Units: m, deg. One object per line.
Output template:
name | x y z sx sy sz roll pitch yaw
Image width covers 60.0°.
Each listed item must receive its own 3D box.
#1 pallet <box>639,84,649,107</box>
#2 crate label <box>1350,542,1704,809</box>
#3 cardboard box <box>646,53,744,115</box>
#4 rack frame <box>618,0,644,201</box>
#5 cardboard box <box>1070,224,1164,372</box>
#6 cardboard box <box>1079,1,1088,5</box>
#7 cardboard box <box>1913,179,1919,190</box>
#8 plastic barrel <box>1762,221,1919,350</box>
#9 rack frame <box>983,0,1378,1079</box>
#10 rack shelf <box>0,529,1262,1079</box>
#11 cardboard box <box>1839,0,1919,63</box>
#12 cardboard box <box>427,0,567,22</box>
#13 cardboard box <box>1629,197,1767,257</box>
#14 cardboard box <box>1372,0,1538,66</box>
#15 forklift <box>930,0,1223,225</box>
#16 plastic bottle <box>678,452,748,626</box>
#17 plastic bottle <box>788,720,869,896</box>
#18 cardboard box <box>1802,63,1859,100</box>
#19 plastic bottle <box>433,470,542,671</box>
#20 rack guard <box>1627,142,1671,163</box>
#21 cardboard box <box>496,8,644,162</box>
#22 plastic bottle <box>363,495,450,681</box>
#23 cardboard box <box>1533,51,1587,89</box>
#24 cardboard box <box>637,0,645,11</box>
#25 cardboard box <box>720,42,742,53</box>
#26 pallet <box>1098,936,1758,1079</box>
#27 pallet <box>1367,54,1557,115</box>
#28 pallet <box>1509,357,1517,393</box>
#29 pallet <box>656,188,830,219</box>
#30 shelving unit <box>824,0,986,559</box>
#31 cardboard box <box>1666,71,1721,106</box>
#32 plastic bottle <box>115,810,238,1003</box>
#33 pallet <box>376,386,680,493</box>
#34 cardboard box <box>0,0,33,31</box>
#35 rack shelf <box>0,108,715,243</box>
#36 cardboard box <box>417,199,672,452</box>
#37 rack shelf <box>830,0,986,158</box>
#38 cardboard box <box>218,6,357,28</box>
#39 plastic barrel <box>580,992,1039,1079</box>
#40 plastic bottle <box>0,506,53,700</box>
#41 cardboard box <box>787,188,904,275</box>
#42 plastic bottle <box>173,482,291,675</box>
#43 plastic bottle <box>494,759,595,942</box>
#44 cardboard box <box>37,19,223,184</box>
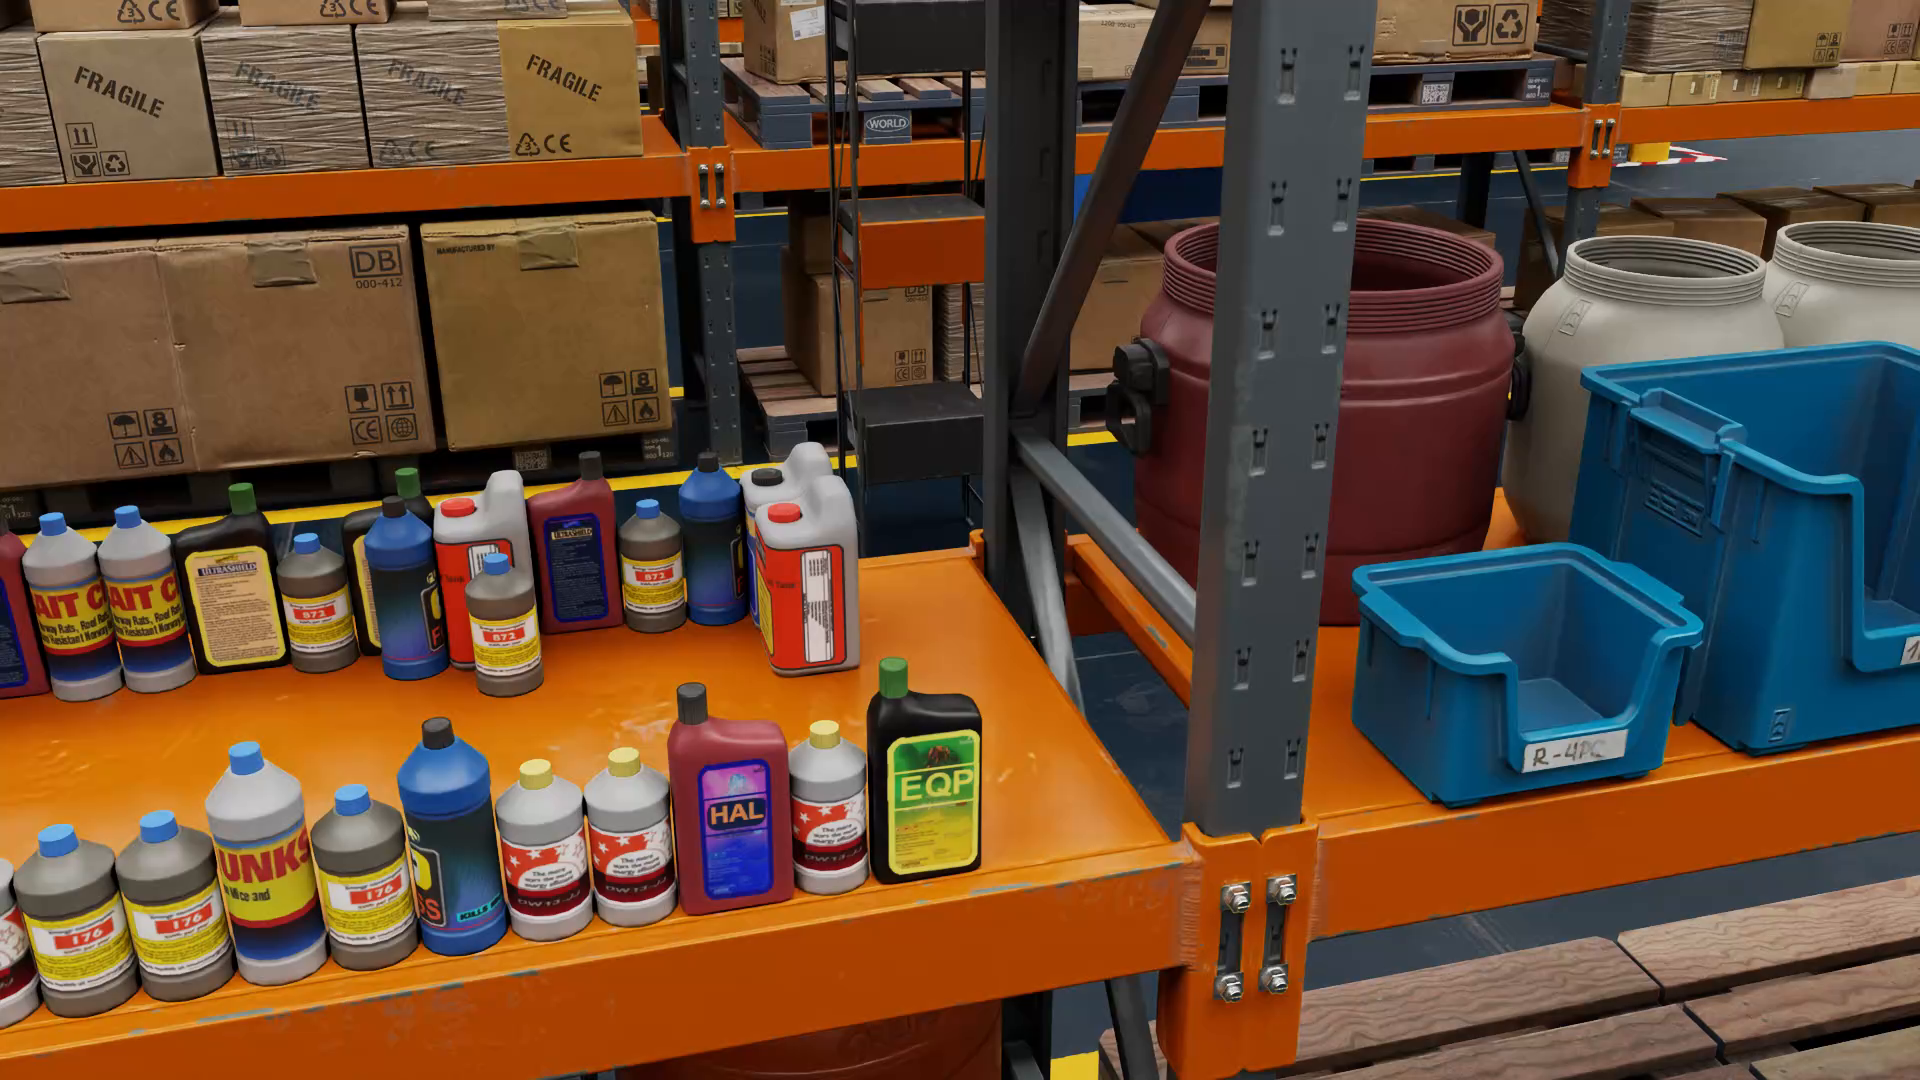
pallet | -3.029 -4.435 16.319 1.213 0.211 1.003 -6 24 -14
crate label | 0.739 0.183 2.232 0.416 0.233 0.303 -6 24 -14
cardboard box | -1.737 -2.955 11.654 0.750 0.750 1.050 -7 24 -15
rack frame | -2.348 -3.766 11.222 0.127 3.000 1.000 -6 24 -14
cardboard box | 0.609 -1.131 7.694 0.500 0.500 0.700 -4 24 -10
cardboard box | 0.427 -2.283 7.405 0.258 0.266 0.396 -7 24 -16
cardboard box | 5.425 -1.631 8.885 0.500 0.500 0.500 0 23 0
plastic barrel | 1.571 -0.278 2.952 0.421 0.512 0.421 0 23 0
rack frame | 0.232 0.007 2.428 0.053 2.616 0.949 -6 24 -14
rack shelf | -1.693 0.552 2.071 4.000 0.370 1.077 -6 24 -14
cardboard box | 4.141 -2.636 8.086 0.500 0.500 0.875 -6 24 -14
cardboard box | -1.814 -2.307 6.423 0.637 0.503 0.797 -5 24 -13
cardboard box | 3.691 -1.433 8.424 0.500 0.500 0.500 1 23 3
cardboard box | 1.943 -2.735 7.527 1.000 1.000 1.000 -6 24 -14
forklift | 0.420 -2.870 9.222 1.130 2.935 3.031 -14 27 -29
plastic bottle | -0.390 -0.007 2.625 0.097 0.271 0.097 0 23 0
plastic bottle | -0.158 0.310 1.974 0.097 0.201 0.097 0 23 0
cardboard box | 4.002 -2.191 7.871 0.250 0.149 0.380 -6 24 -14
plastic bottle | -0.717 0.038 2.514 0.135 0.276 0.152 -6 24 -14
rack guard | 5.378 -3.471 13.707 0.348 0.500 1.175 -6 24 -14
cardboard box | -1.514 -1.771 6.447 0.500 0.500 0.500 -6 24 -13
plastic bottle | -0.819 0.066 2.456 0.097 0.271 0.097 0 23 0
cardboard box | 2.874 -2.317 8.164 0.250 0.149 0.380 -6 24 -14
cardboard box | -1.987 -3.961 11.551 0.500 0.500 0.500 -6 24 -14
cardboard box | -2.527 -4.758 16.334 0.625 0.372 0.950 -7 24 -15
pallet | 0.989 1.222 3.133 1.213 0.211 1.003 -6 24 -14
pallet | 1.971 -2.183 7.778 1.213 0.211 1.003 -6 24 -14
pallet | 1.997 -0.933 8.156 1.213 0.211 1.003 -6 24 -14
pallet | -1.568 -2.539 11.901 1.213 0.211 1.003 -6 24 -14
shelving unit | -0.159 -0.947 5.795 0.503 2.100 0.431 -6 24 -14
cardboard box | 3.278 -2.113 7.688 0.250 0.149 0.380 -6 24 -14
plastic bottle | -0.849 0.387 1.796 0.097 0.201 0.097 0 23 0
pallet | -1.885 -0.535 7.229 1.213 0.211 1.003 -6 24 -14
cardboard box | -3.680 -2.092 5.924 0.637 0.503 0.797 -6 24 -14
rack shelf | -3.031 -1.328 6.453 4.000 0.370 1.077 -6 24 -14
cardboard box | -1.775 -1.023 6.991 0.875 0.875 1.225 -7 24 -17
rack shelf | -0.159 -1.578 5.524 0.480 0.518 0.431 -6 24 -14
cardboard box | -2.635 -1.857 6.648 0.500 0.500 0.500 -7 24 -15
plastic barrel | -0.234 0.872 2.634 0.708 0.830 0.600 -6 24 -14
plastic bottle | -1.396 0.091 2.381 0.133 0.283 0.061 -6 24 -14
cardboard box | -0.468 -1.353 7.259 0.500 0.250 0.500 -5 24 -12
plastic bottle | -1.080 0.057 2.462 0.133 0.283 0.061 -6 24 -14
plastic bottle | -0.474 0.345 1.893 0.097 0.201 0.097 0 23 0
cardboard box | -2.984 -1.610 6.071 0.500 0.500 0.500 -6 24 -13
